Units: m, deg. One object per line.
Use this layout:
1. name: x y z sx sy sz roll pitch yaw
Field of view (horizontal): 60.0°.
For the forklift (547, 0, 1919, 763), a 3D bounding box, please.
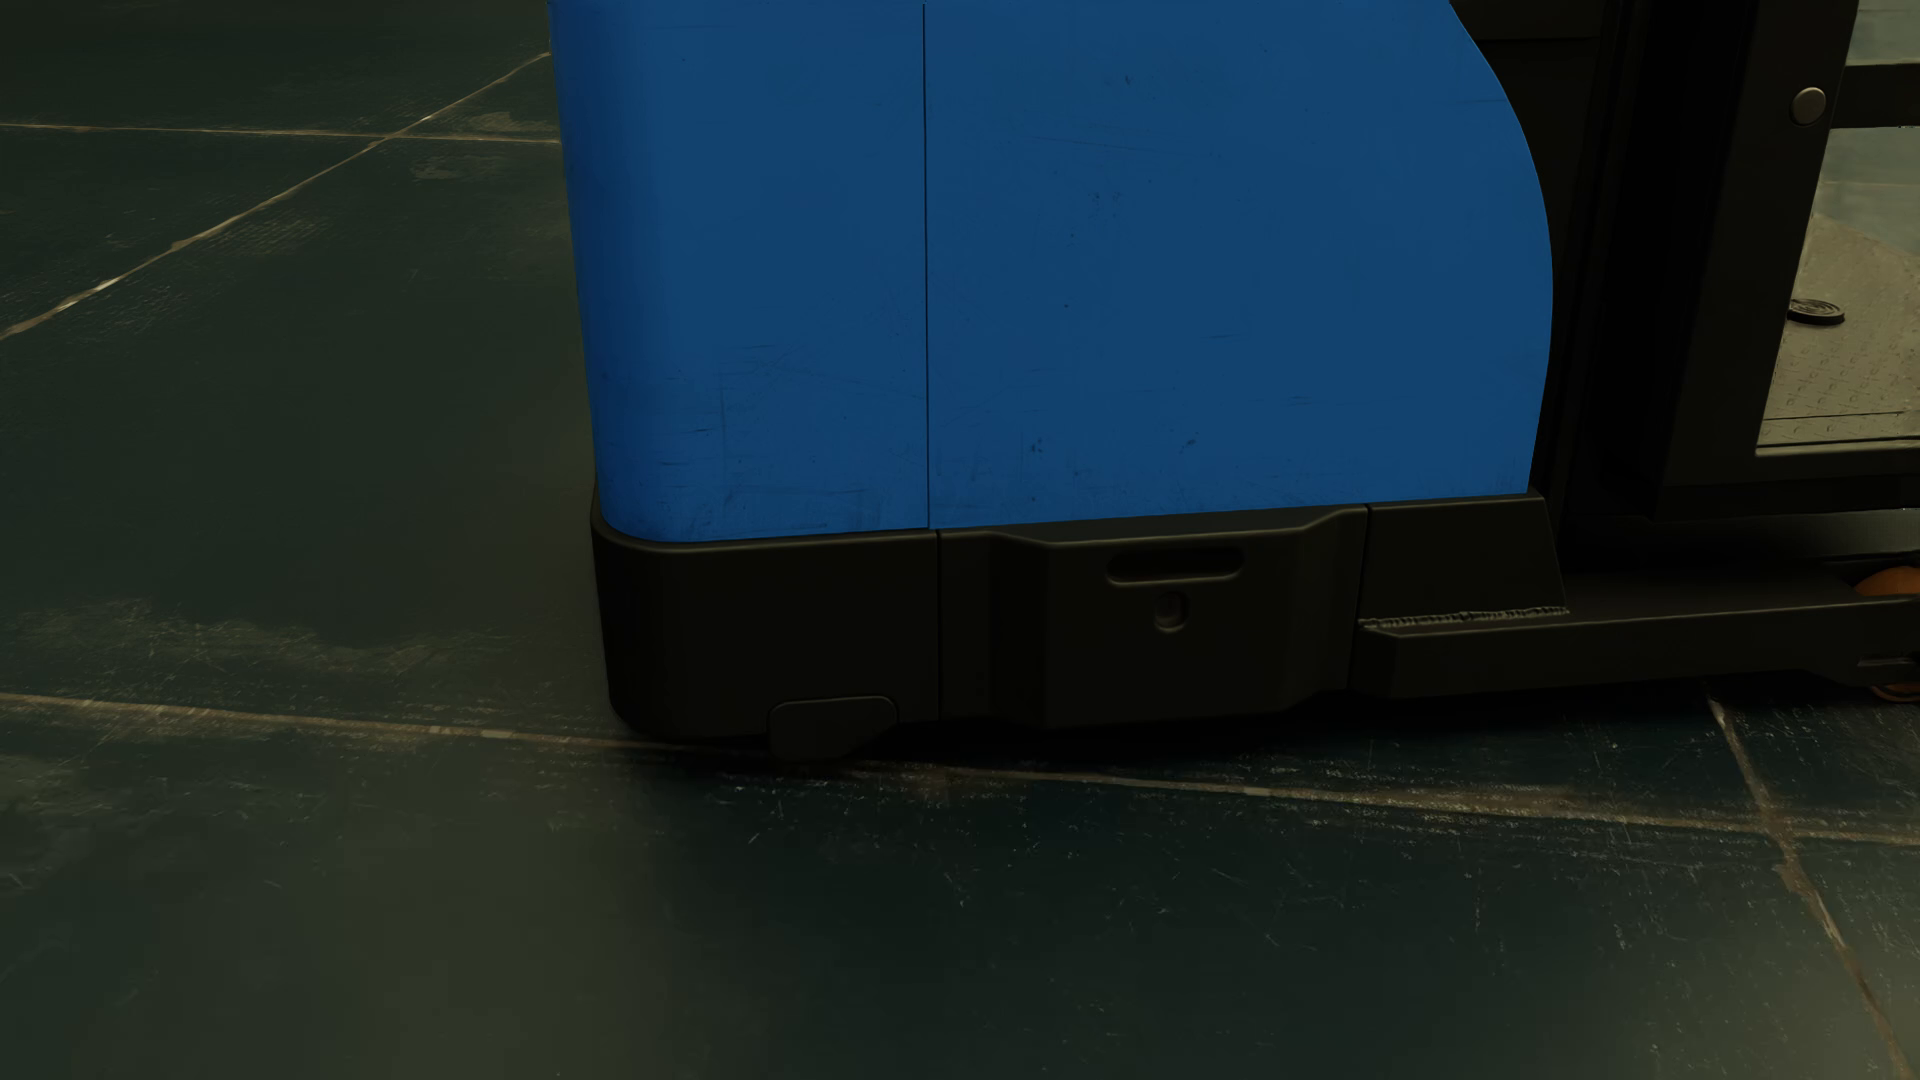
1. forklift: 1.030 -1.339 1.901 3.031 2.935 1.130 -4 27 -7
